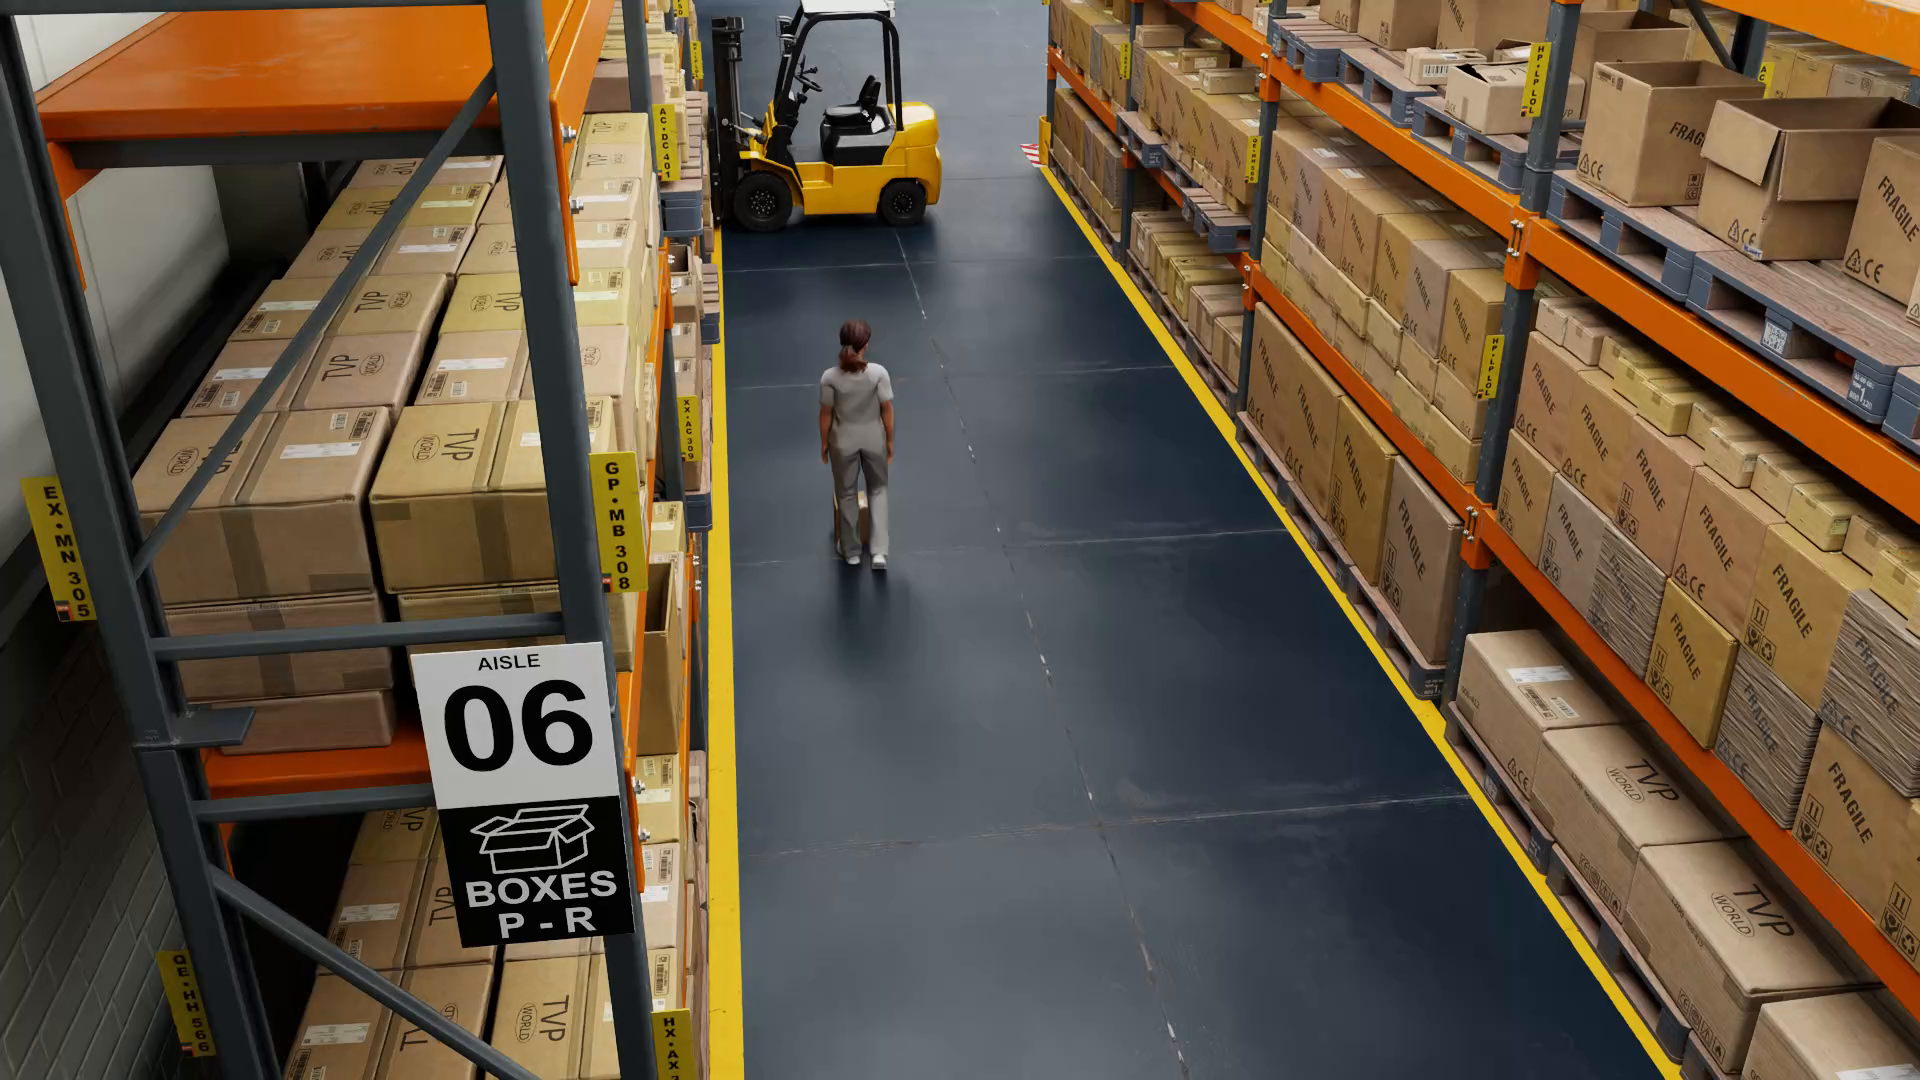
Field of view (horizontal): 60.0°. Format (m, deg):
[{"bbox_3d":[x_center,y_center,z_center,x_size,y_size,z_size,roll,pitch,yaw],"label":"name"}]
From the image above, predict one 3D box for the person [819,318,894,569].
[{"bbox_3d":[-0.638,-0.565,10.261,0.456,1.746,0.530,-4,28,-8],"label":"person"}]
